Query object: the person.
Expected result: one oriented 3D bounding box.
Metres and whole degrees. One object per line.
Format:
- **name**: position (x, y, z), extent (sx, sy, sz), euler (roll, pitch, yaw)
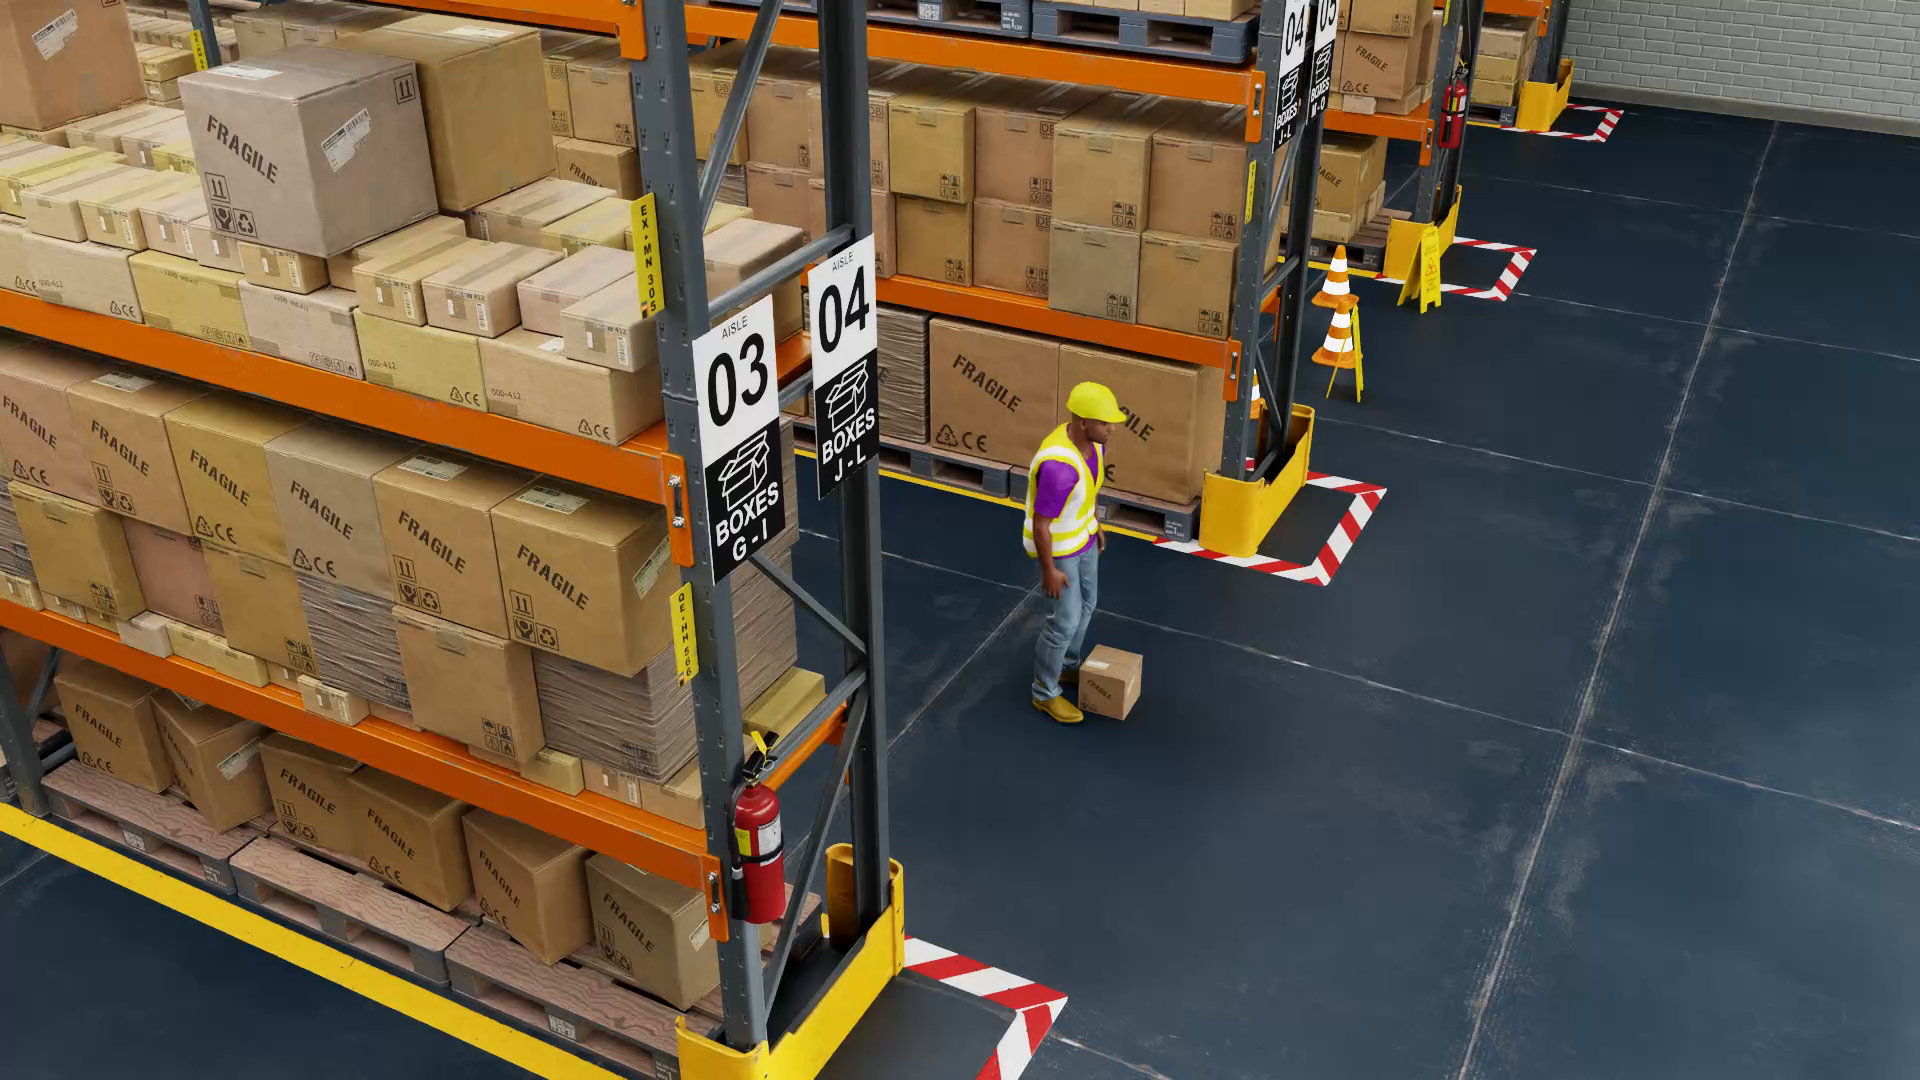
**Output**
- **person**: position (0.556, 0.029, 8.223), extent (0.460, 1.760, 0.625), euler (14, 33, 23)
